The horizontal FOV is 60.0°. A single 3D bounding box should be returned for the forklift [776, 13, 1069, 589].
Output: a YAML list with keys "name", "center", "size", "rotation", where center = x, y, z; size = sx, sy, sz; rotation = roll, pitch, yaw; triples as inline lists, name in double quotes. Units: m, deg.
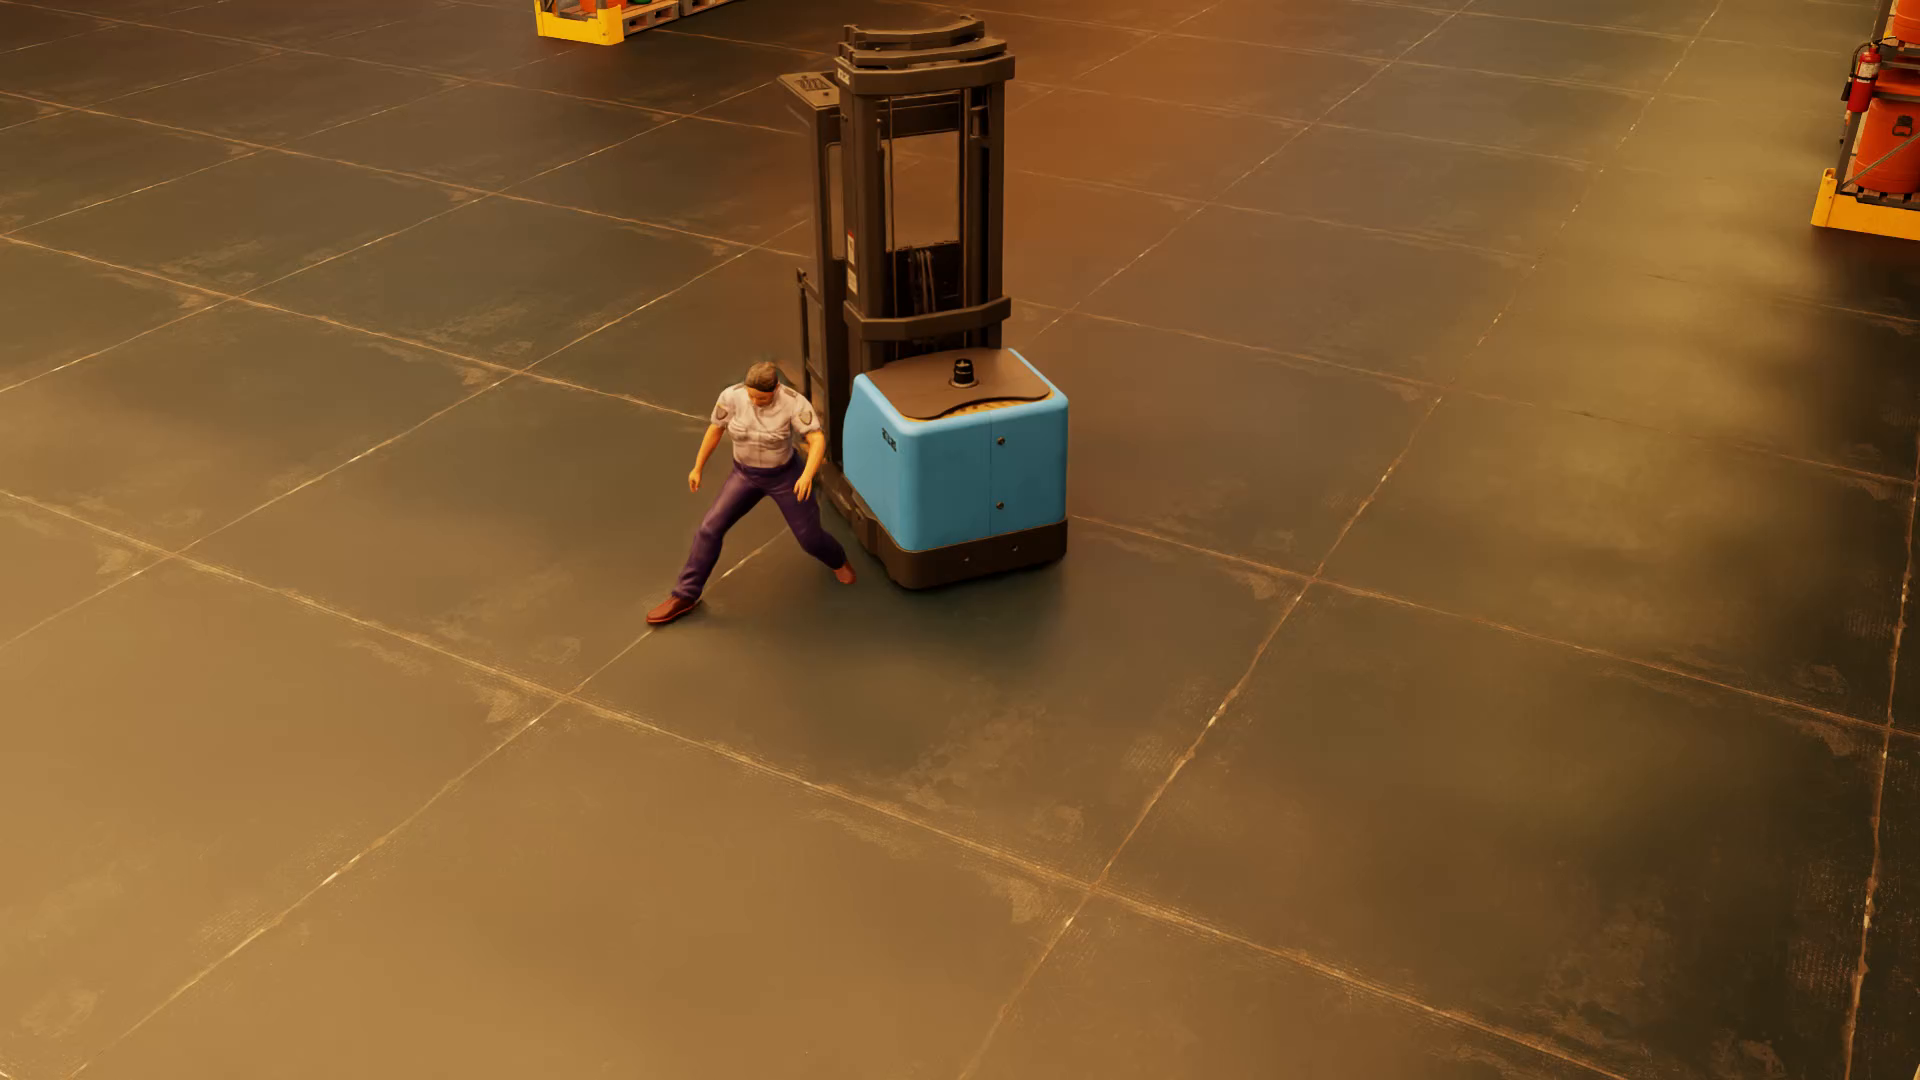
- name: "forklift"
  center: [-0.409, -1.713, 10.038]
  size: [1.130, 2.935, 3.031]
  rotation: [-12, 32, -19]

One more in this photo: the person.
- name: "person"
  center: [-1.146, -0.295, 9.109]
  size: [1.010, 1.454, 0.950]
  rotation: [7, 31, 11]
